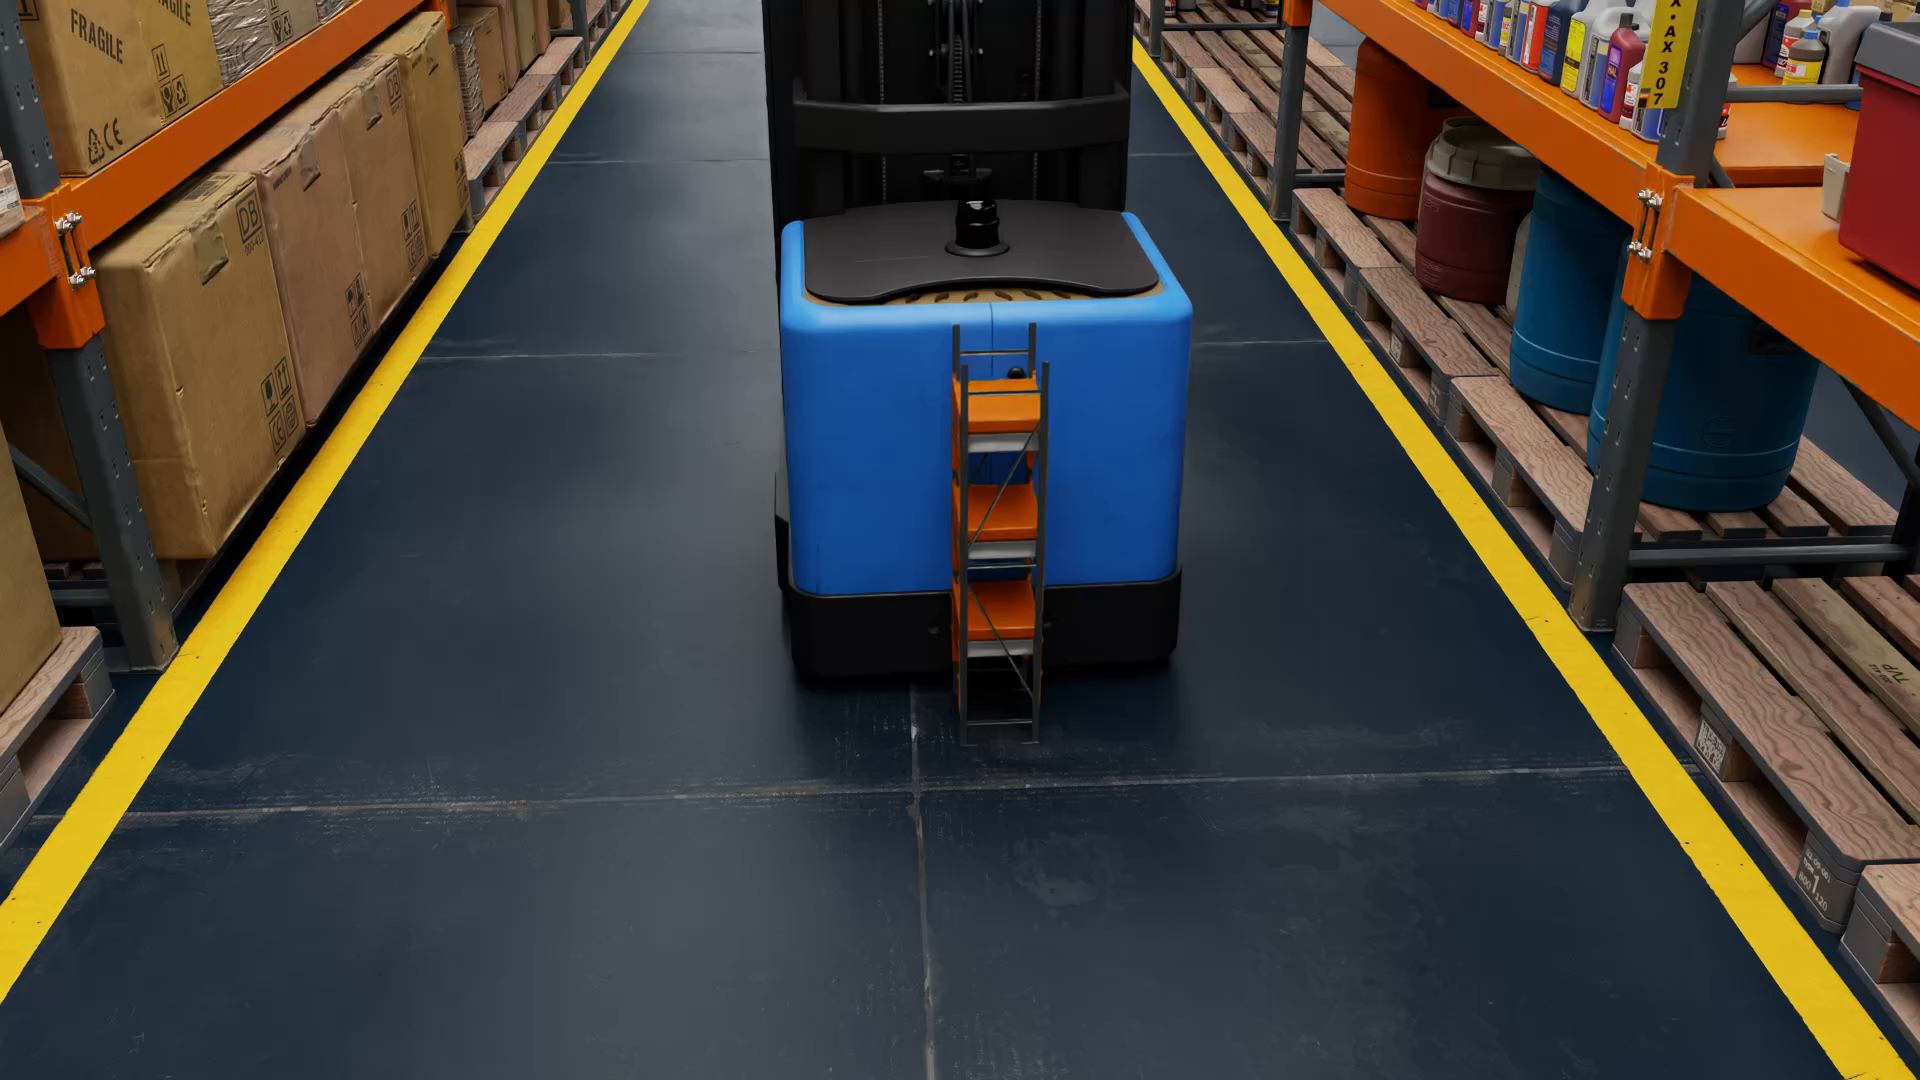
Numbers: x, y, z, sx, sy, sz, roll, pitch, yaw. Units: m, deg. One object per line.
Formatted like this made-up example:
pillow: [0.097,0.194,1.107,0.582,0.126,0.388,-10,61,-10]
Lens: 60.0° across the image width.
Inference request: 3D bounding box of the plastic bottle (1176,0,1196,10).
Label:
plastic bottle: [1.672,-4.108,12.272,0.144,0.351,0.185,-1,28,-3]

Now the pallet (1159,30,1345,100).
pallet: [1.929,-3.196,11.149,1.003,0.211,1.213,-1,28,-3]

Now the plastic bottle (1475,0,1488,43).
plastic bottle: [1.826,-1.809,5.690,0.097,0.201,0.097,0,28,0]

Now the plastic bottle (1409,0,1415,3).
plastic bottle: [1.785,-2.201,6.365,0.097,0.271,0.097,0,28,0]

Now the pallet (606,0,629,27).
pallet: [-3.234,-4.312,13.289,1.003,0.211,1.213,-1,28,-3]

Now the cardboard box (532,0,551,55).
cardboard box: [-3.086,-3.477,10.900,0.700,0.500,0.500,-3,28,-7]

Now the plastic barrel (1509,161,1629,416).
plastic barrel: [2.219,-0.934,5.612,0.600,0.901,0.708,-1,28,-3]

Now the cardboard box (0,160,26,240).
cardboard box: [-2.336,-0.736,3.688,0.380,0.149,0.250,-1,28,-2]

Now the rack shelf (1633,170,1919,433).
rack shelf: [2.372,0.143,2.510,1.077,0.370,4.000,-1,28,-3]

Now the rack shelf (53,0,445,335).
rack shelf: [-2.783,-1.584,5.822,1.077,0.370,4.000,-1,28,-3]

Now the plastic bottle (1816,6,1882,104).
plastic bottle: [2.604,-1.436,4.894,0.152,0.276,0.135,-1,28,-3]

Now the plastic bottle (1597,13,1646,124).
plastic bottle: [1.866,-1.328,4.678,0.061,0.283,0.133,-1,28,-3]

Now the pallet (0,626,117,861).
pallet: [-2.717,0.610,3.853,1.003,0.211,1.213,-1,28,-3]

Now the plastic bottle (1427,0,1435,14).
plastic bottle: [1.797,-2.094,6.161,0.097,0.271,0.097,0,28,0]

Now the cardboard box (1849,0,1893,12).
cardboard box: [6.570,-3.687,11.594,0.500,0.250,0.500,-2,28,-4]

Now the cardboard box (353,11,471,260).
cardboard box: [-2.873,-1.752,7.209,1.225,0.875,0.875,-3,28,-5]

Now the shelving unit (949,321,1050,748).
shelving unit: [0.091,0.002,4.110,0.215,1.050,0.252,-2,28,-5]

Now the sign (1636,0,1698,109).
sign: [1.718,-1.210,4.026,0.100,0.325,0.005,-1,28,-3]

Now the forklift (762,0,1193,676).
forklift: [-0.057,-1.589,5.128,1.130,2.935,3.031,-2,28,-5]

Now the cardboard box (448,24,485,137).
cardboard box: [-2.985,-2.479,8.986,0.700,0.500,0.500,-4,28,-7]

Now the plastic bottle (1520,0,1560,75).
plastic bottle: [1.878,-1.620,5.247,0.152,0.276,0.135,-1,28,-3]

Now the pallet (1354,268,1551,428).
pallet: [2.202,-0.785,6.527,1.003,0.211,1.213,-1,28,-3]

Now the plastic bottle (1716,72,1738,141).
plastic bottle: [2.047,-1.197,4.516,0.097,0.201,0.097,0,28,0]

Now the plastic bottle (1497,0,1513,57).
plastic bottle: [1.838,-1.702,5.485,0.097,0.201,0.097,0,28,0]

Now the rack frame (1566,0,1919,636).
rack frame: [2.267,-1.099,4.114,1.000,3.000,0.127,-1,28,-3]

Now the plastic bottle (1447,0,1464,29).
plastic bottle: [1.835,-2.003,5.900,0.144,0.351,0.185,-1,28,-3]

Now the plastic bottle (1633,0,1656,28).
plastic bottle: [2.036,-1.498,4.931,0.144,0.351,0.185,-1,28,-3]

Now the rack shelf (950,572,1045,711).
rack shelf: [0.091,0.258,4.244,0.215,0.259,0.240,-2,28,-5]

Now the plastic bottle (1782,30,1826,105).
plastic bottle: [2.481,-1.392,4.889,0.097,0.201,0.097,0,28,0]

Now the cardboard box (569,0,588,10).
cardboard box: [-3.115,-4.202,12.312,0.500,0.500,0.500,7,28,14]

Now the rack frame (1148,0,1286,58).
rack frame: [1.849,-4.794,11.198,1.000,3.000,0.127,-1,28,-3]

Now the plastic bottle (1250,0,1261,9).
plastic bottle: [2.226,-4.088,12.313,0.152,0.276,0.135,0,28,-1]

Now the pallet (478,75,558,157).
pallet: [-2.988,-2.514,9.841,1.003,0.211,1.213,-1,28,-3]

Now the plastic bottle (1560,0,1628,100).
plastic bottle: [1.892,-1.494,4.924,0.144,0.351,0.185,-1,28,-3]

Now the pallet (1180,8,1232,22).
pallet: [1.789,-4.433,13.522,1.003,0.211,1.213,-1,28,-3]

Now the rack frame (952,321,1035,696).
rack frame: [0.080,-0.054,4.218,0.200,1.050,0.008,-2,28,-5]

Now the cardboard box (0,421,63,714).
cardboard box: [-2.724,0.083,3.691,0.875,0.875,0.875,-1,28,-3]

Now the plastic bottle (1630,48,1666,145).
plastic bottle: [1.924,-1.219,4.477,0.152,0.276,0.135,-1,28,-3]

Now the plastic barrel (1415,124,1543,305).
plastic barrel: [2.160,-1.317,6.684,0.600,0.588,0.708,-1,28,-3]

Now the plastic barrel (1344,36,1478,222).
plastic barrel: [2.101,-1.945,7.628,0.600,0.830,0.708,-1,28,-3]

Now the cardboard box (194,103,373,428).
cardboard box: [-2.780,-0.932,5.636,1.225,0.875,0.875,-2,28,-4]

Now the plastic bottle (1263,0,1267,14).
plastic bottle: [2.265,-3.953,12.136,0.097,0.201,0.097,0,28,0]

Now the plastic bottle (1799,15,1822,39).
plastic bottle: [2.621,-1.502,5.102,0.097,0.201,0.097,0,28,0]

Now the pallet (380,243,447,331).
pallet: [-2.922,-1.225,7.370,1.003,0.211,1.213,-1,28,-3]

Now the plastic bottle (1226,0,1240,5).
plastic bottle: [2.078,-4.194,12.436,0.144,0.351,0.185,-1,28,-3]

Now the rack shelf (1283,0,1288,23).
rack shelf: [1.954,-3.551,9.593,1.077,0.370,4.000,-1,28,-3]

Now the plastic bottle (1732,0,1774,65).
plastic bottle: [2.575,-1.695,5.390,0.152,0.276,0.135,-1,28,-3]

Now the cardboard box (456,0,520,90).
cardboard box: [-3.050,-2.998,9.982,0.700,0.500,0.500,-4,28,-7]

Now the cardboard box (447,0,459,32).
cardboard box: [-2.991,-2.800,8.791,0.500,0.250,0.500,2,28,3]

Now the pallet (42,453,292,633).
pallet: [-2.795,-0.098,5.210,1.003,0.211,1.213,-1,28,-3]

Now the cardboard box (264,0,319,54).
cardboard box: [-2.538,-1.944,5.626,0.500,0.500,0.500,-1,28,-2]

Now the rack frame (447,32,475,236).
rack frame: [-2.888,-2.827,7.427,1.000,3.000,0.127,-1,28,-3]

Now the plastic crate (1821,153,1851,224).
plastic crate: [2.149,-0.791,3.743,0.396,0.136,0.243,-1,28,-3]

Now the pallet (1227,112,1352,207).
pallet: [2.057,-2.069,8.989,1.003,0.211,1.213,-1,28,-3]

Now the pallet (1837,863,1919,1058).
pallet: [2.411,1.040,3.027,1.003,0.211,1.213,-1,28,-3]

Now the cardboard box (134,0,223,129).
cardboard box: [-2.481,-1.475,4.726,0.500,0.500,0.500,-1,28,-3]
